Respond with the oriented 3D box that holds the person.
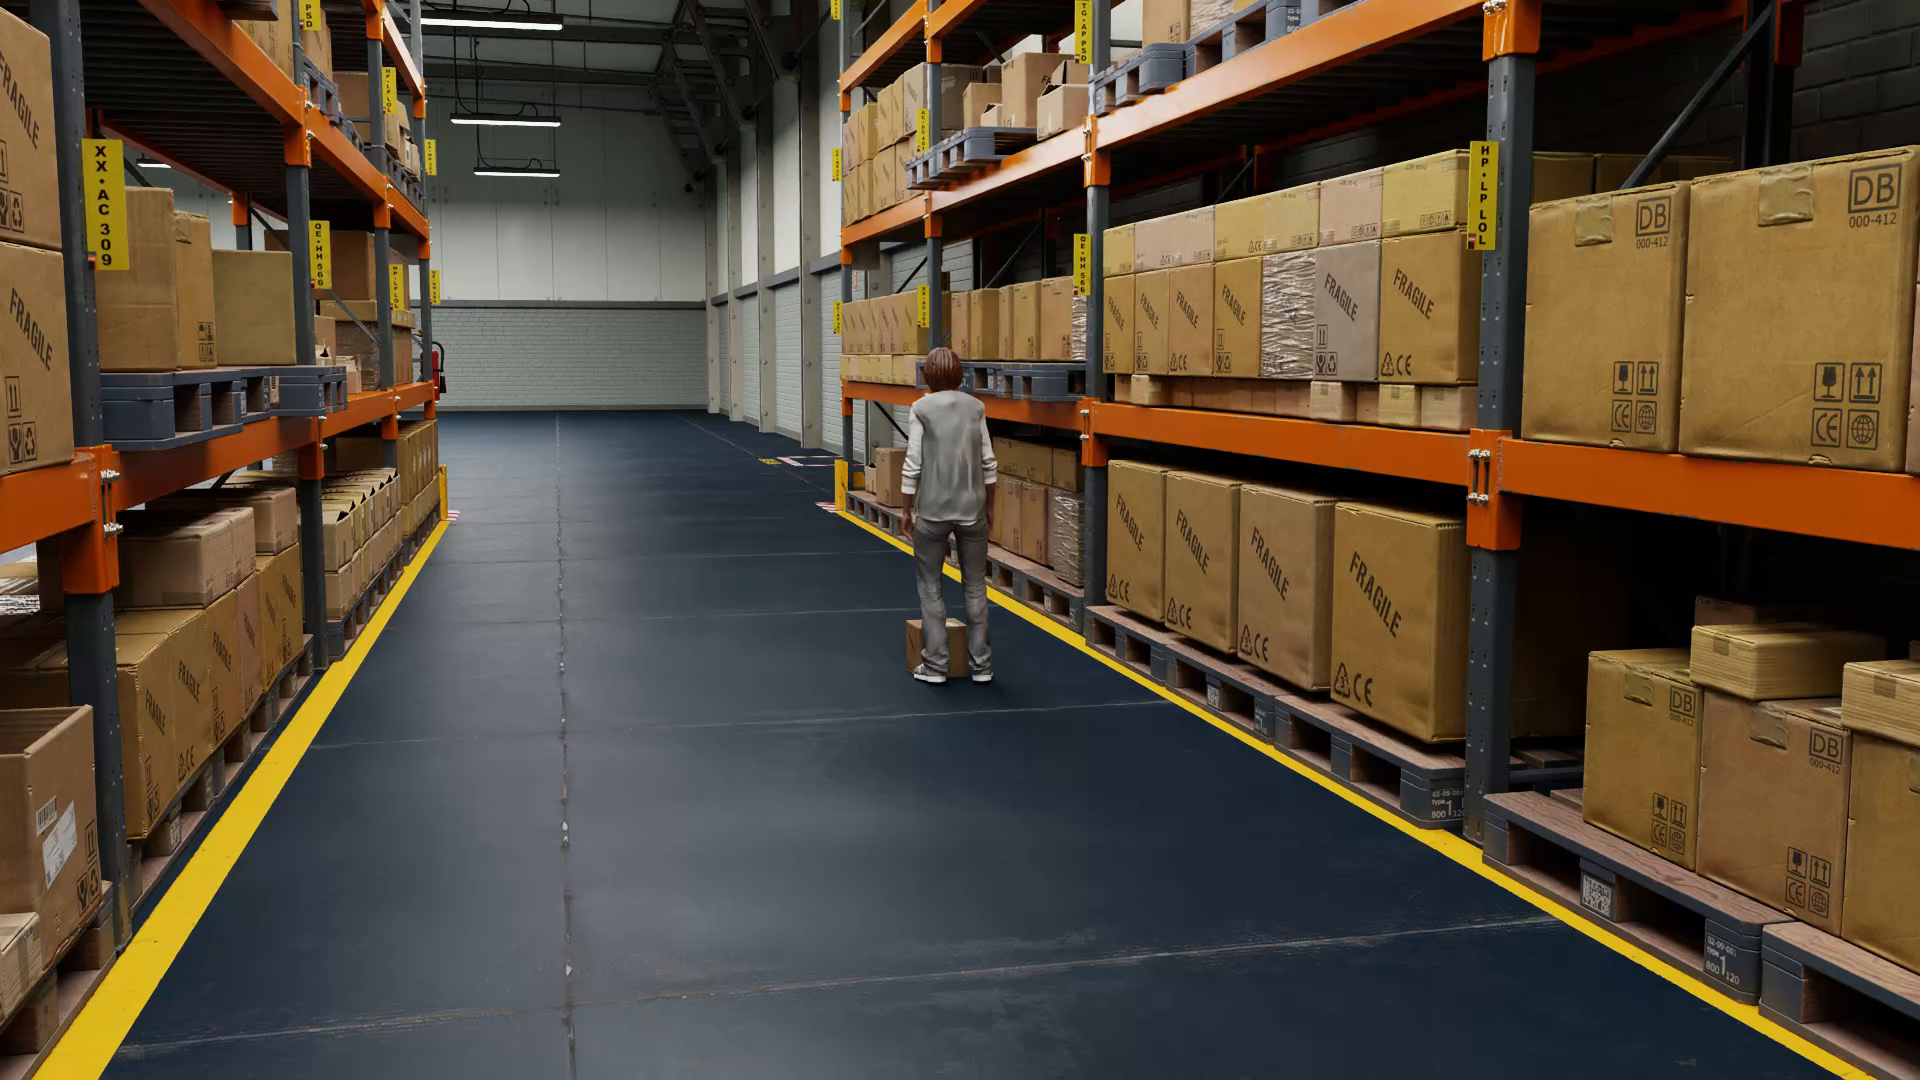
[{"bbox_3d":[-0.052,-0.106,7.884,0.471,1.581,0.366,-2,7,-15],"label":"person"}]
